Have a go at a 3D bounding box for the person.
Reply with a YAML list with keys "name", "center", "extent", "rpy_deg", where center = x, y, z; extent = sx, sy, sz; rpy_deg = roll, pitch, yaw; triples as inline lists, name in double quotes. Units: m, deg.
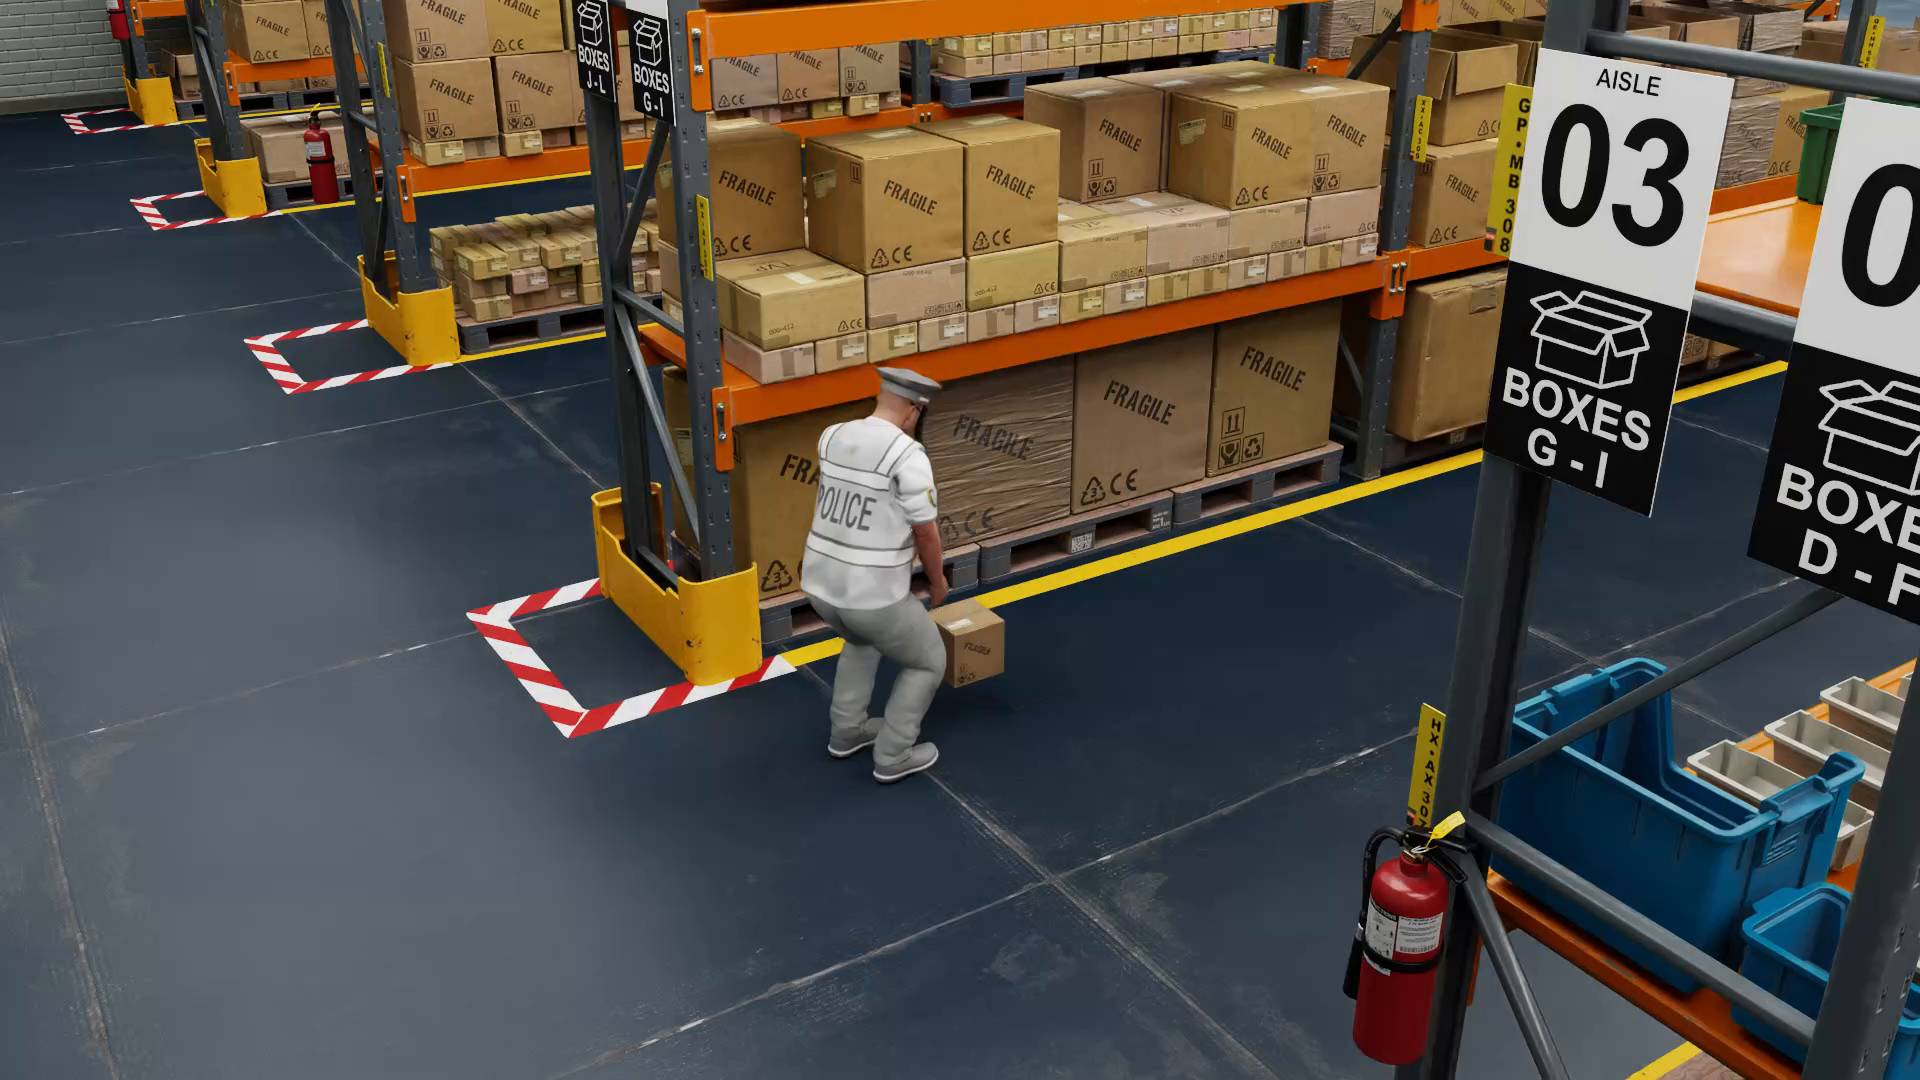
- name: "person"
  center: [-0.326, 0.135, 6.487]
  extent: [0.578, 1.614, 0.632]
  rpy_deg: [22, 33, 38]
